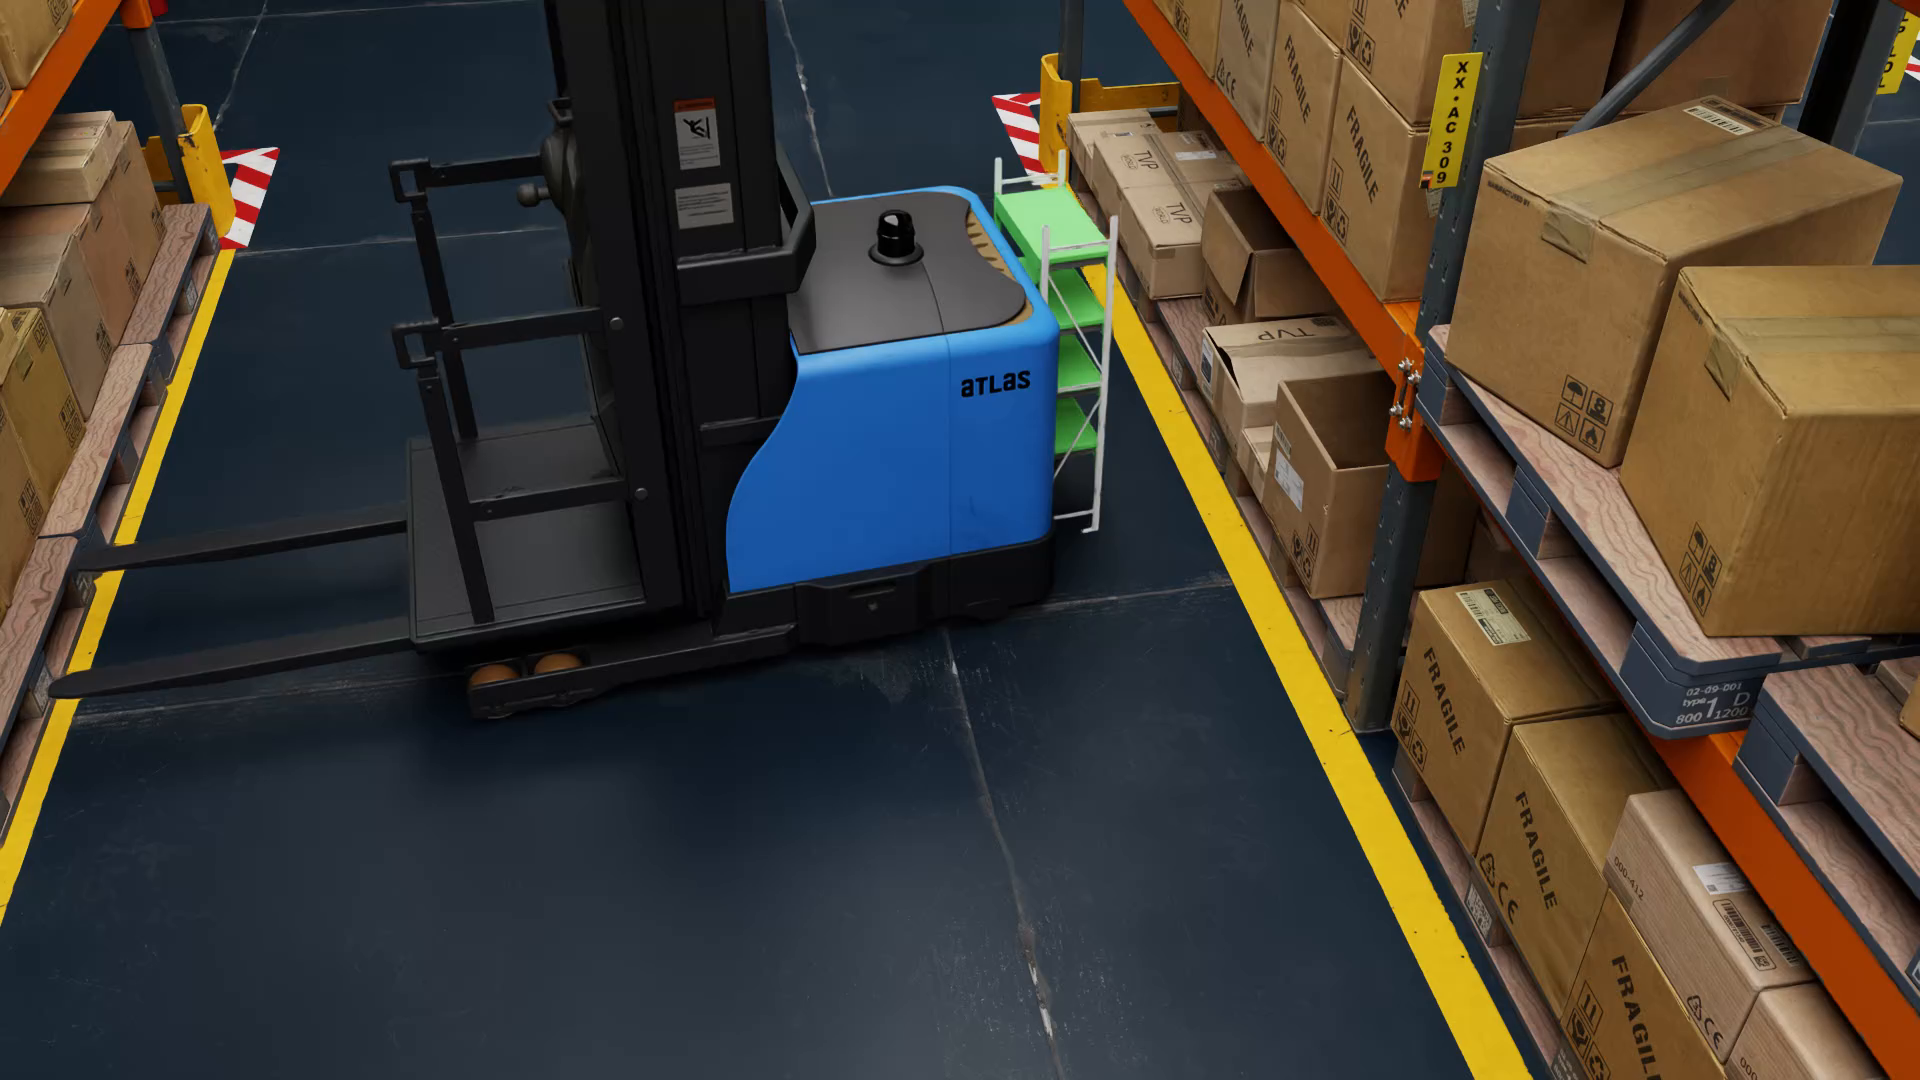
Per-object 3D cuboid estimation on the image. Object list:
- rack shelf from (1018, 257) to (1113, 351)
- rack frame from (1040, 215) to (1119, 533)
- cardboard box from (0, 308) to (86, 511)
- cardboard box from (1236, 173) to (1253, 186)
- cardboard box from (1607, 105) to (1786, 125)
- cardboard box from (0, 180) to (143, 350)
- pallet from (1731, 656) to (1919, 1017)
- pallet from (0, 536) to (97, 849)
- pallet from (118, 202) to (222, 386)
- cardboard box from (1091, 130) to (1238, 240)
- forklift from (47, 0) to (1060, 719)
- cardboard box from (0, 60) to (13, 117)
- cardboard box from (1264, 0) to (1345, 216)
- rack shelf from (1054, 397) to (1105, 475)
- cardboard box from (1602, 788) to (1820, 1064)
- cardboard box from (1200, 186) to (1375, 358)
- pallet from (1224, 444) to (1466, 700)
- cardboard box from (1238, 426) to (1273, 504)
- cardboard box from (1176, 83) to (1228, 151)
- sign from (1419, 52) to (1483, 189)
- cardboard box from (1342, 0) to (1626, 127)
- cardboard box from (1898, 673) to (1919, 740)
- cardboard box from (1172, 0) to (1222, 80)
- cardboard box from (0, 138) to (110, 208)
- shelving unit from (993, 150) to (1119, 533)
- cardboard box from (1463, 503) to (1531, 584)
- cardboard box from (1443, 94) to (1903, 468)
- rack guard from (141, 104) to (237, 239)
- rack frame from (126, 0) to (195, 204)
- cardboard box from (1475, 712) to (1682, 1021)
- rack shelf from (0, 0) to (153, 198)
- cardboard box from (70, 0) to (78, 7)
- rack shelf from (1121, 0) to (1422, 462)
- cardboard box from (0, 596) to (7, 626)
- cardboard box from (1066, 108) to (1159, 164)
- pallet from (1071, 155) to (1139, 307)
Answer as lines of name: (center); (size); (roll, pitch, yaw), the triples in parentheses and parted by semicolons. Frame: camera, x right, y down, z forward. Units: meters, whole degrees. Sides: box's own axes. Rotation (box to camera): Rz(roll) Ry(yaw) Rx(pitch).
rack shelf: (0.297, -0.774, 5.481); (0.258, 0.148, 0.480); (-10, 39, -13)
rack frame: (0.365, -0.491, 5.404); (0.240, 1.200, 0.015); (-10, 39, -13)
cardboard box: (-3.410, -0.407, 5.523); (0.700, 0.500, 0.500); (-5, 38, -7)
cardboard box: (1.442, -1.311, 6.875); (0.500, 0.250, 0.500); (-6, 38, -8)
cardboard box: (1.848, -1.063, 4.591); (0.500, 0.500, 0.500); (-5, 38, -7)
cardboard box: (-3.600, -1.032, 6.328); (0.700, 0.500, 0.500); (-6, 38, -8)
pallet: (2.025, 0.632, 2.649); (1.003, 0.211, 1.213); (-6, 38, -8)
pallet: (-3.264, 0.482, 4.957); (1.003, 0.211, 1.213); (-6, 38, -8)
pallet: (-3.692, -0.991, 6.854); (1.003, 0.211, 1.213); (-6, 38, -8)
cardboard box: (0.871, -1.529, 7.156); (0.500, 0.250, 0.500); (-6, 38, -8)
forklift: (-1.269, -0.976, 4.617); (3.031, 2.935, 1.130); (-10, 39, -12)
cardboard box: (-3.546, -1.479, 4.964); (0.980, 0.700, 0.700); (-8, 39, -10)
cardboard box: (1.237, -1.311, 4.911); (0.500, 0.500, 0.500); (-5, 38, -7)
rack shelf: (0.297, -0.394, 5.775); (0.258, 0.148, 0.480); (-10, 39, -13)
cardboard box: (1.689, 0.754, 3.403); (0.500, 0.250, 0.500); (-6, 38, -8)
cardboard box: (1.334, -1.008, 6.279); (0.797, 0.503, 0.637); (-6, 38, -8)
pallet: (1.549, 0.000, 5.578); (1.003, 0.211, 1.213); (-6, 38, -8)
cardboard box: (1.165, -0.268, 5.615); (0.380, 0.149, 0.250); (-6, 38, -8)
cardboard box: (1.305, -1.987, 7.541); (0.500, 0.500, 0.500); (-6, 38, -8)
sign: (1.136, -0.965, 3.841); (0.100, 0.325, 0.005); (-6, 38, -8)
cardboard box: (1.325, -1.398, 4.208); (0.500, 0.500, 0.500); (-6, 38, -8)
cardboard box: (2.039, 0.169, 2.664); (0.700, 0.500, 0.500); (-16, 41, -19)
cardboard box: (1.053, -1.929, 5.706); (0.500, 0.500, 0.500); (-6, 38, -7)
cardboard box: (-3.440, -1.378, 6.245); (0.380, 0.149, 0.250); (-5, 38, -7)
shelving unit: (0.297, -0.634, 5.589); (0.258, 1.200, 0.503); (-10, 39, -13)
cardboard box: (1.808, -0.075, 5.234); (0.500, 0.311, 0.500); (-6, 38, -8)
cardboard box: (1.532, -0.581, 3.629); (0.700, 0.500, 0.500); (-19, 42, -23)
rack guard: (-3.913, -1.594, 7.395); (1.175, 0.500, 0.348); (-6, 38, -8)
rack frame: (-3.909, -2.567, 6.609); (1.000, 3.000, 0.127); (-6, 38, -8)
cardboard box: (1.618, 0.767, 3.997); (0.500, 0.500, 0.500); (-6, 38, -7)
rack shelf: (-3.558, -1.075, 5.275); (1.077, 0.370, 4.000); (-6, 38, -8)
cardboard box: (-3.810, -2.379, 6.122); (0.980, 0.700, 0.700); (-5, 38, -6)
rack shelf: (1.318, -1.610, 5.964); (1.077, 0.370, 4.000); (-6, 38, -8)
cardboard box: (-3.238, 0.208, 4.733); (0.700, 0.500, 0.500); (-6, 38, -7)
cardboard box: (0.703, -1.860, 7.665); (0.380, 0.149, 0.250); (-6, 38, -8)
pallet: (1.122, -1.473, 7.475); (1.003, 0.211, 1.213); (-6, 38, -8)
